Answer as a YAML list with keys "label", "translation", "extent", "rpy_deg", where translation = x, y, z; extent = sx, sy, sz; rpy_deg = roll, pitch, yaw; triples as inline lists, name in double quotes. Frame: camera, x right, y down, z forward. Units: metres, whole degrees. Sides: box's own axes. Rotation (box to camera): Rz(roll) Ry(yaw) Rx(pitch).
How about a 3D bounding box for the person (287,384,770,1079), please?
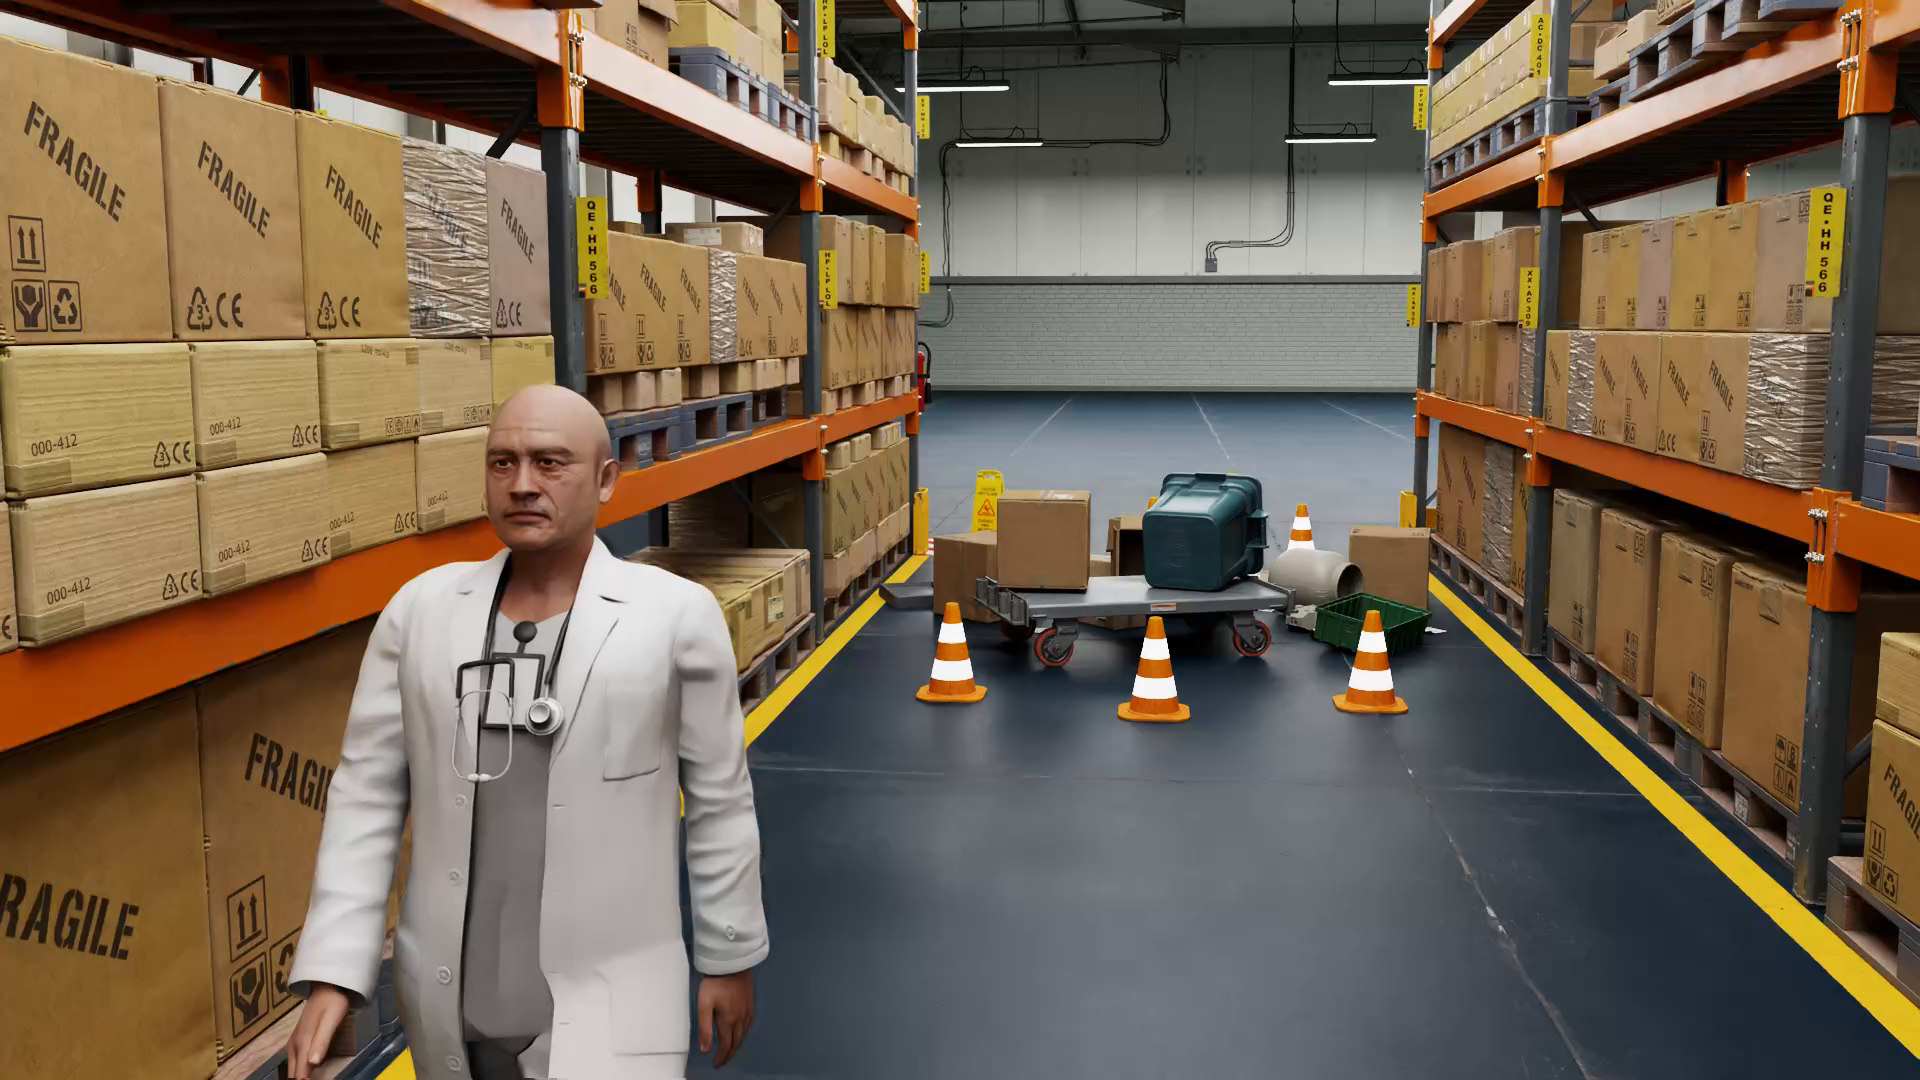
- label: "person"
  translation: [-0.623, 0.645, 2.365]
  extent: [0.593, 1.719, 1.135]
  rpy_deg: [1, 8, 9]
